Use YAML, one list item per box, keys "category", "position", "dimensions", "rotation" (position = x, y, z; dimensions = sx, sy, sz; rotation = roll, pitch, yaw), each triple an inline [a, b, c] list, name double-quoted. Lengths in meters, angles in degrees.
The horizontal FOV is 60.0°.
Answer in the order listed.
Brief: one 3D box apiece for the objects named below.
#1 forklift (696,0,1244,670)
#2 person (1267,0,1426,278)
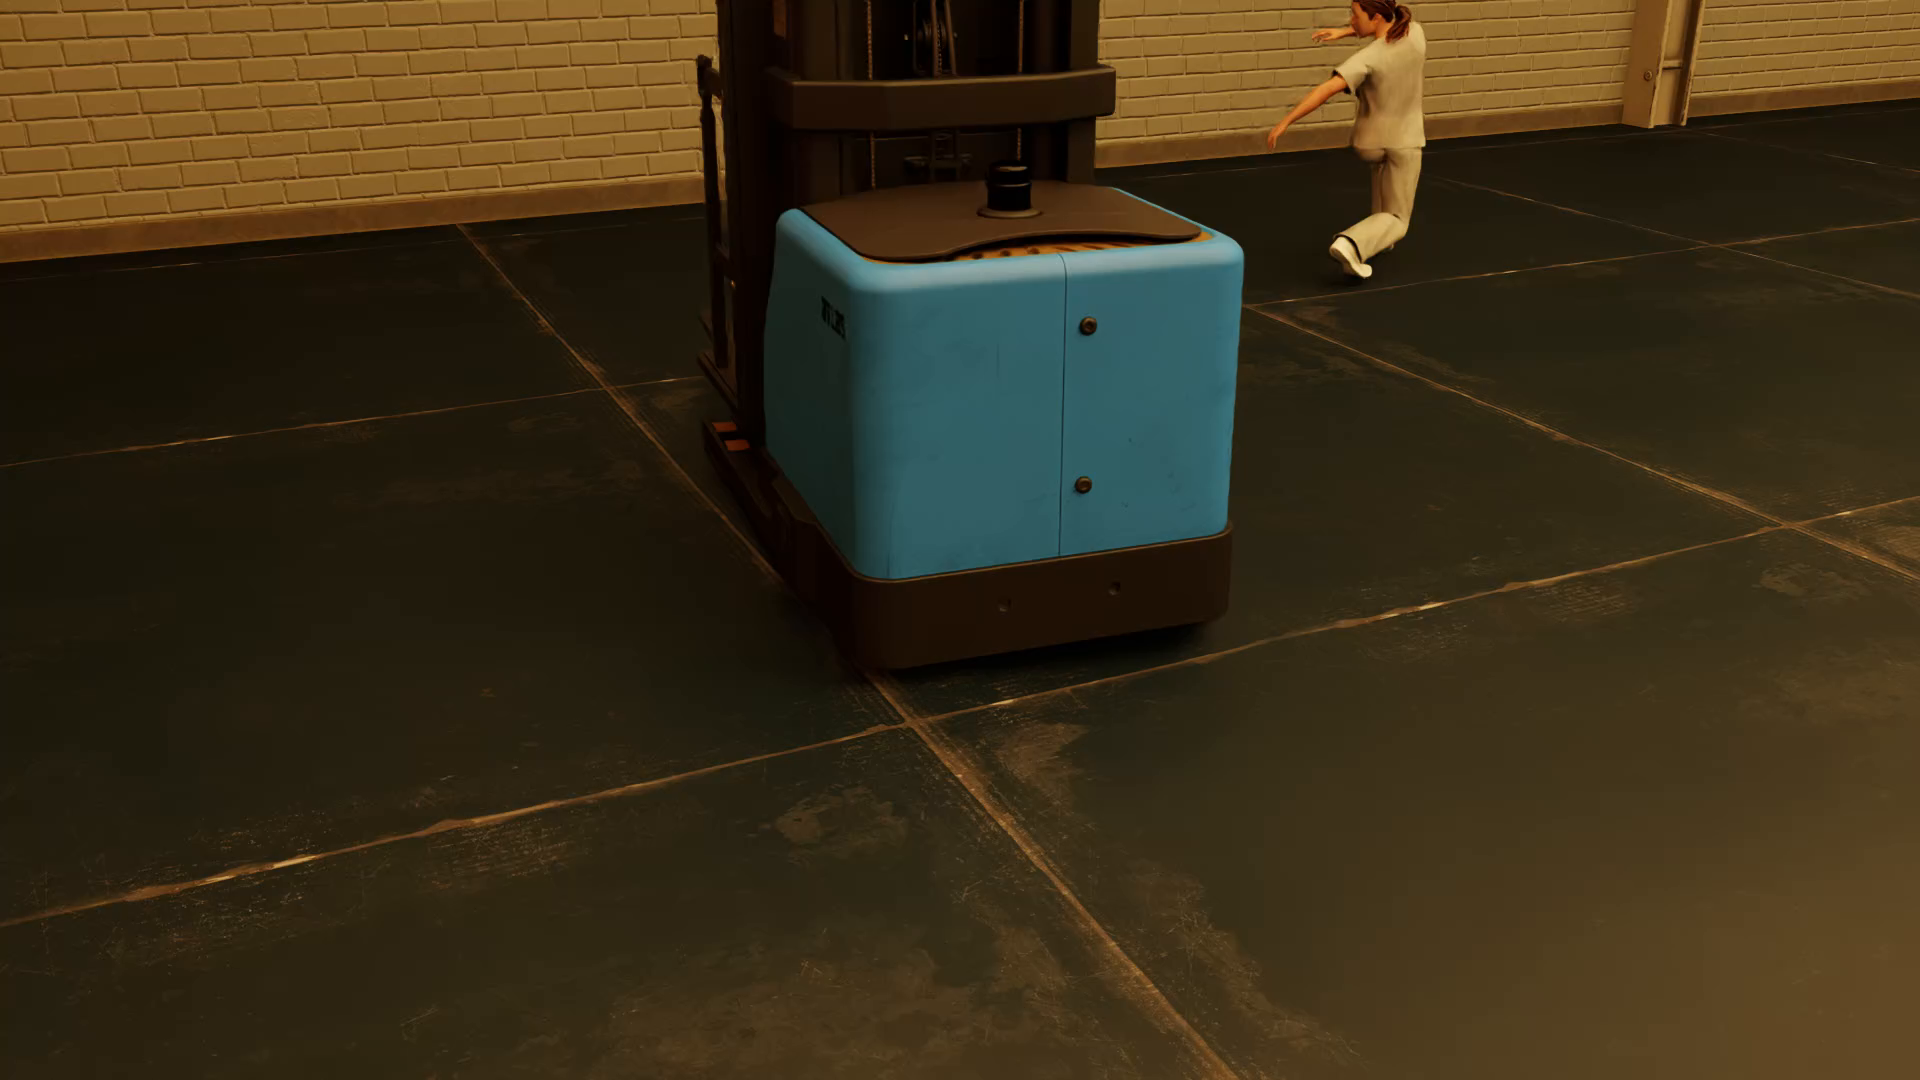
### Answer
- category: "forklift"
  position: [-0.243, -1.567, 5.058]
  dimensions: [1.130, 2.935, 3.031]
  rotation: [-8, 24, -18]
- category: "person"
  position: [1.911, -2.019, 8.175]
  dimensions: [0.749, 1.406, 0.969]
  rotation: [5, 23, 12]
